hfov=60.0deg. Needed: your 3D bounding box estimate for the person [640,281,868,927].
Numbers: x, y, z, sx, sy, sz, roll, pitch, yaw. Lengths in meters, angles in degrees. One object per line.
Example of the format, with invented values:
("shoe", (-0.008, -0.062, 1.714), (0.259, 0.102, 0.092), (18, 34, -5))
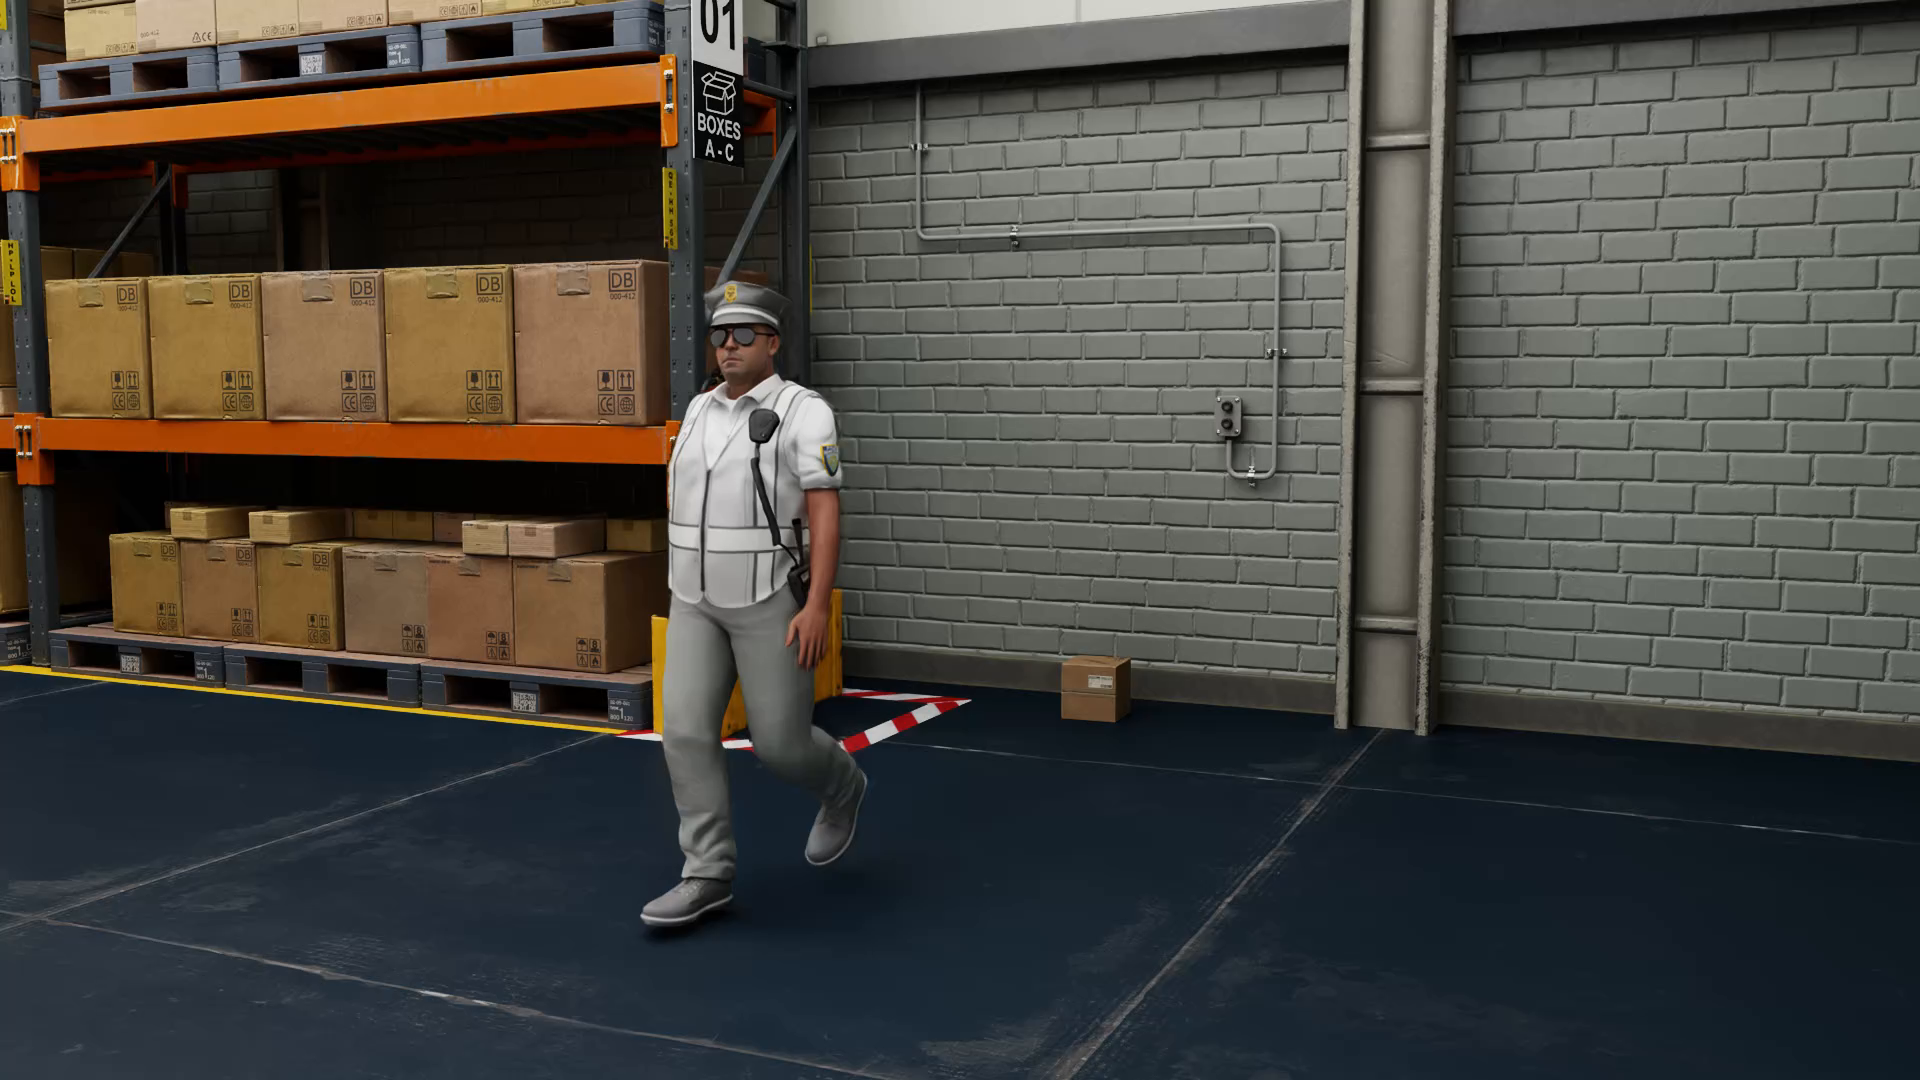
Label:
("person", (-0.574, 0.150, 4.693), (0.544, 1.742, 0.823), (3, 6, 26))
